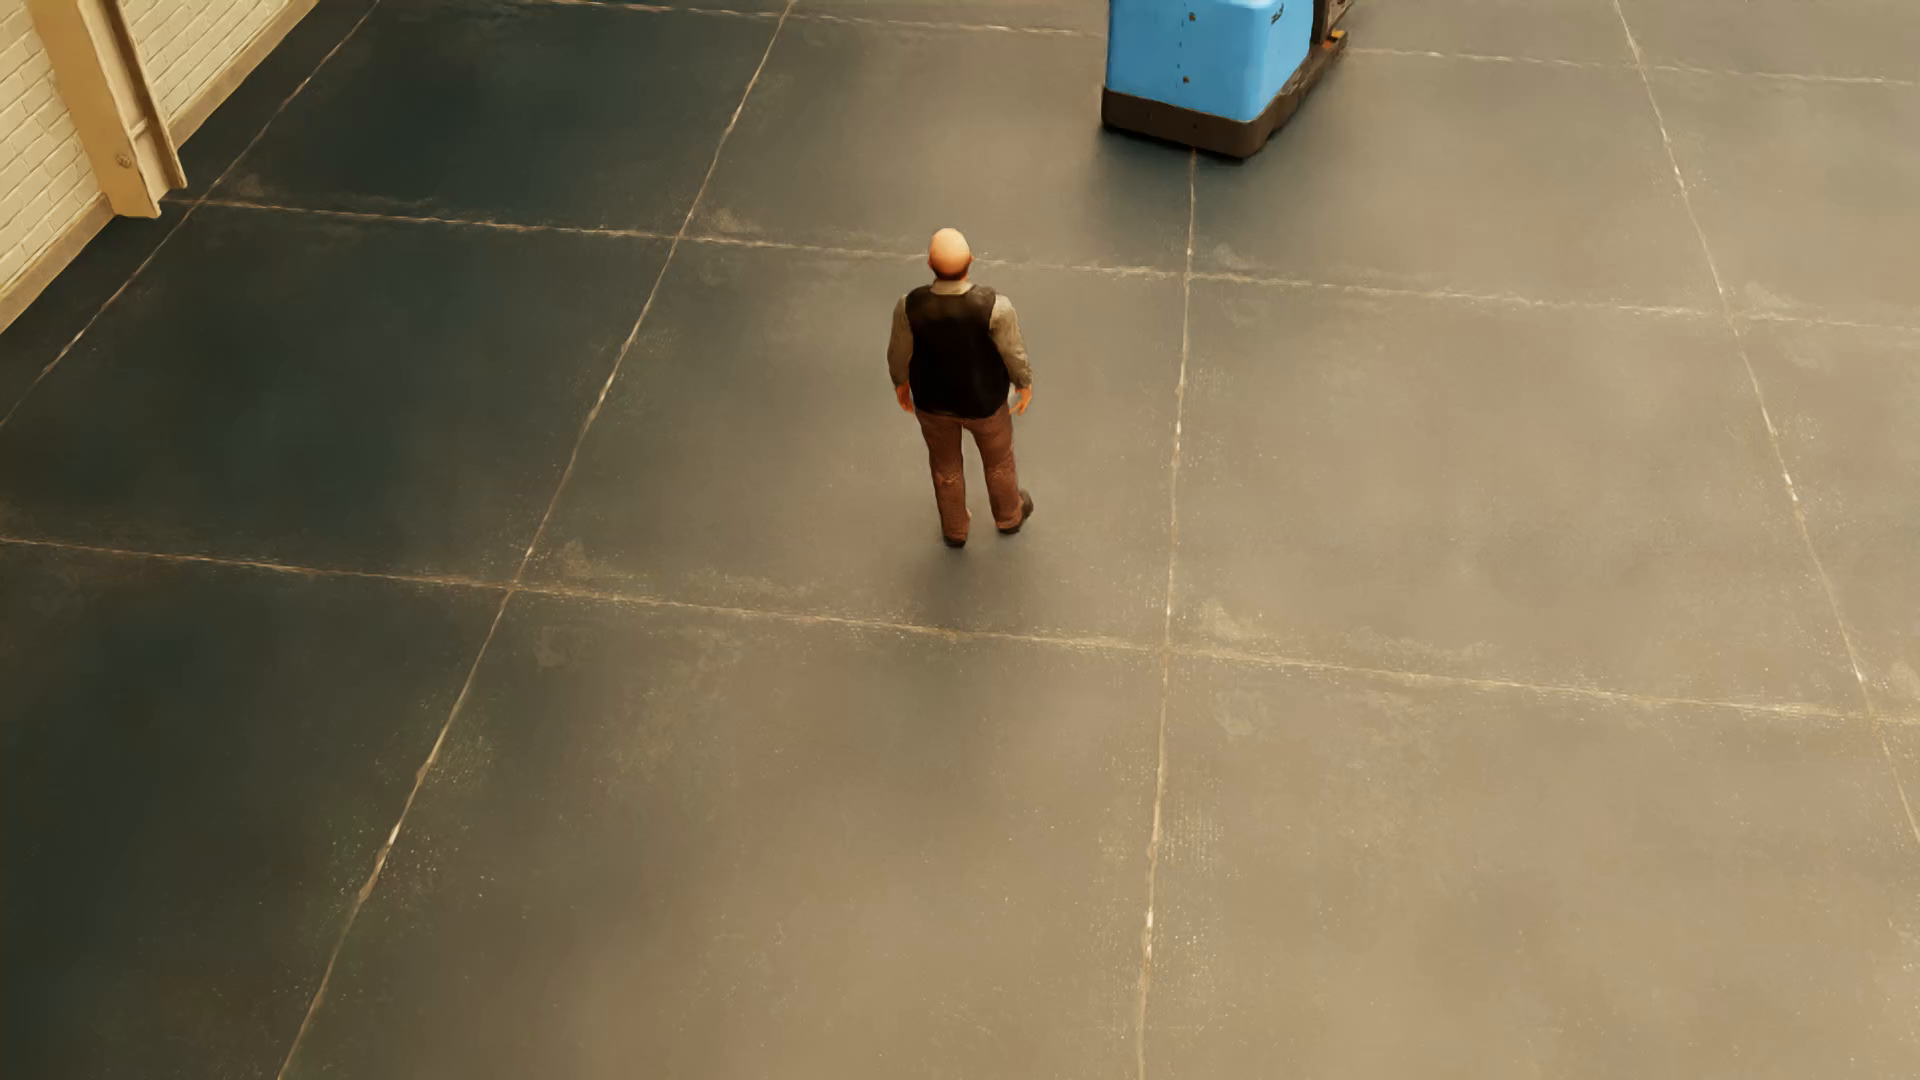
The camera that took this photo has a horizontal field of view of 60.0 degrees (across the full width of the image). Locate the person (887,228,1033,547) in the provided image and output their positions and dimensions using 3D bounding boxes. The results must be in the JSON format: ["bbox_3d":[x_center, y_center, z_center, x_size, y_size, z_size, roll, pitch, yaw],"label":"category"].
[{"bbox_3d":[0.016,-0.680,7.348,0.632,1.720,0.567,5,43,6],"label":"person"}]

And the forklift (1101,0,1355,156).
[{"bbox_3d":[2.039,-4.471,10.591,1.130,2.935,3.031,19,46,20],"label":"forklift"}]
